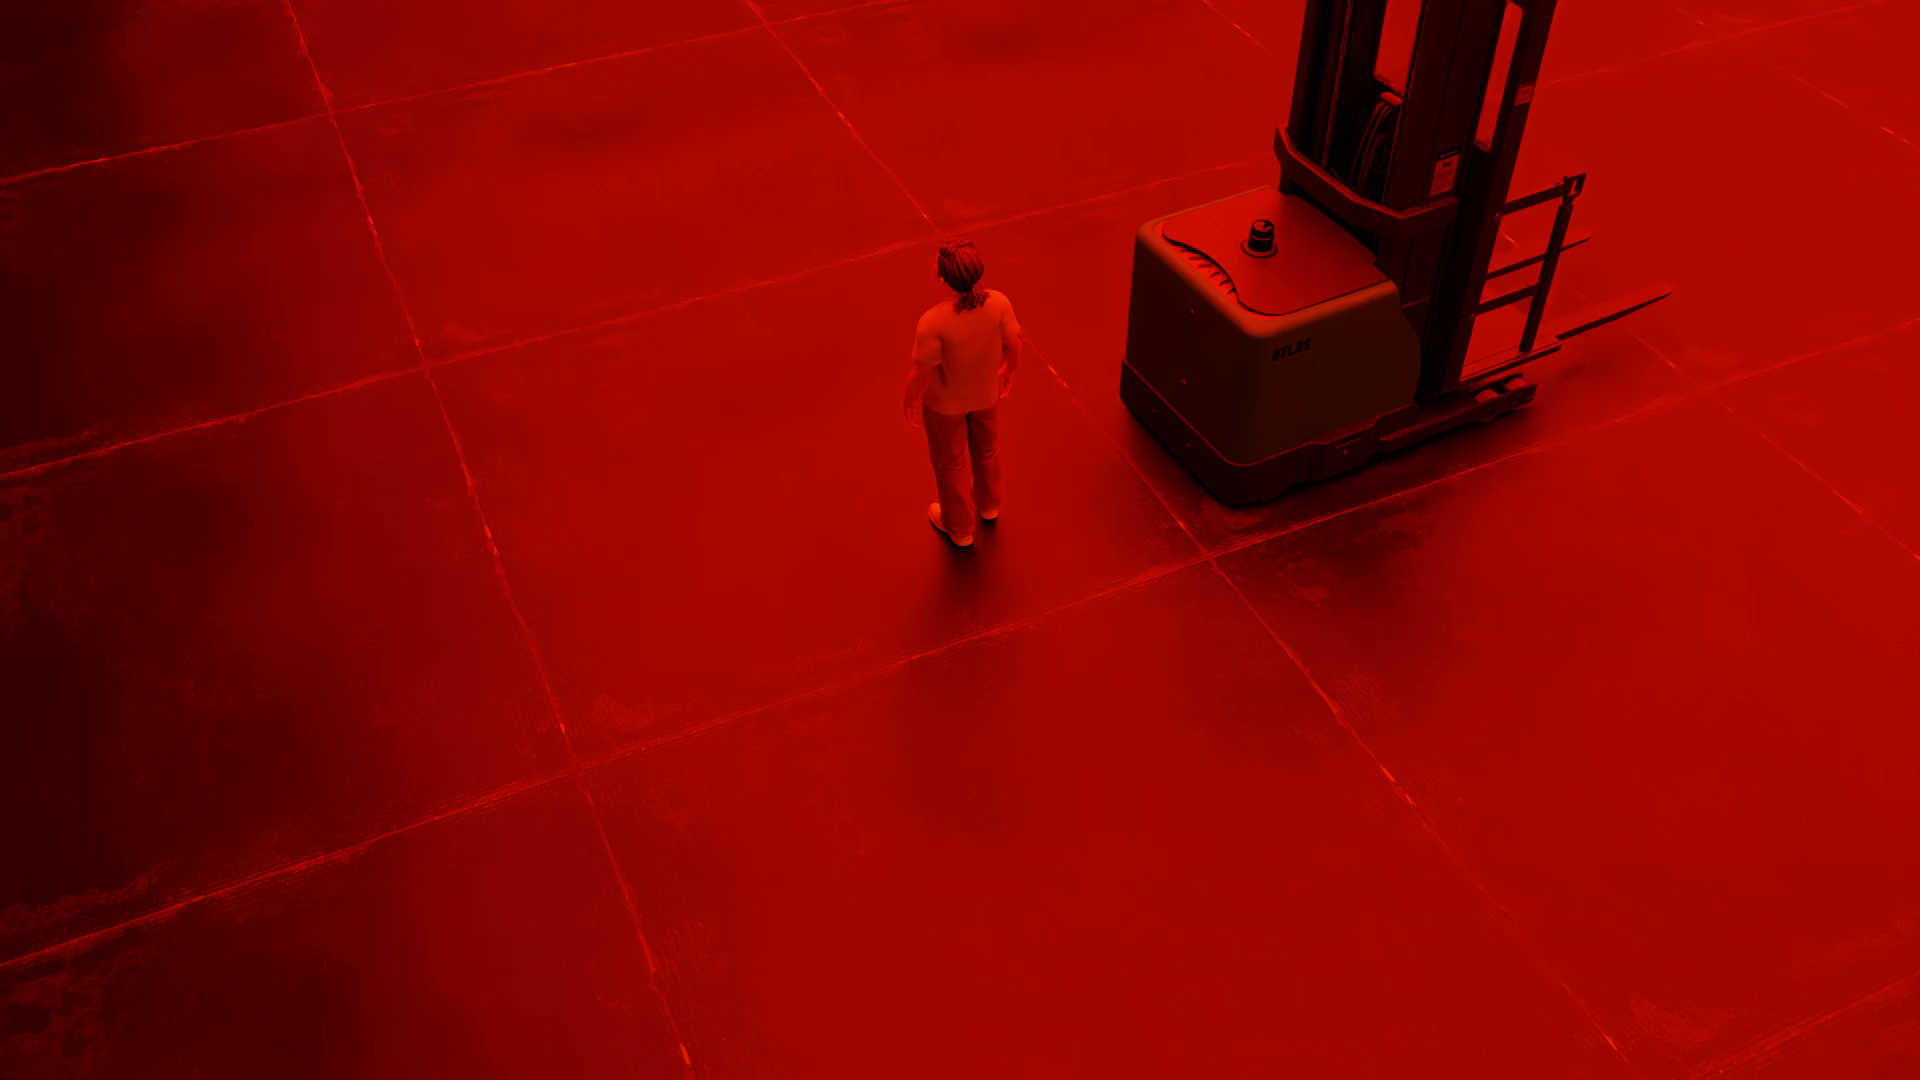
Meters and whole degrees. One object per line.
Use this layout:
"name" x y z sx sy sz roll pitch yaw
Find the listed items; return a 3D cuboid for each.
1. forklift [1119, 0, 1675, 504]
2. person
"forklift" 2.360 -1.969 7.790 3.031 2.935 1.130 -20 47 -20
"person" -0.021 -0.666 7.304 0.555 1.675 0.549 -18 46 -18
